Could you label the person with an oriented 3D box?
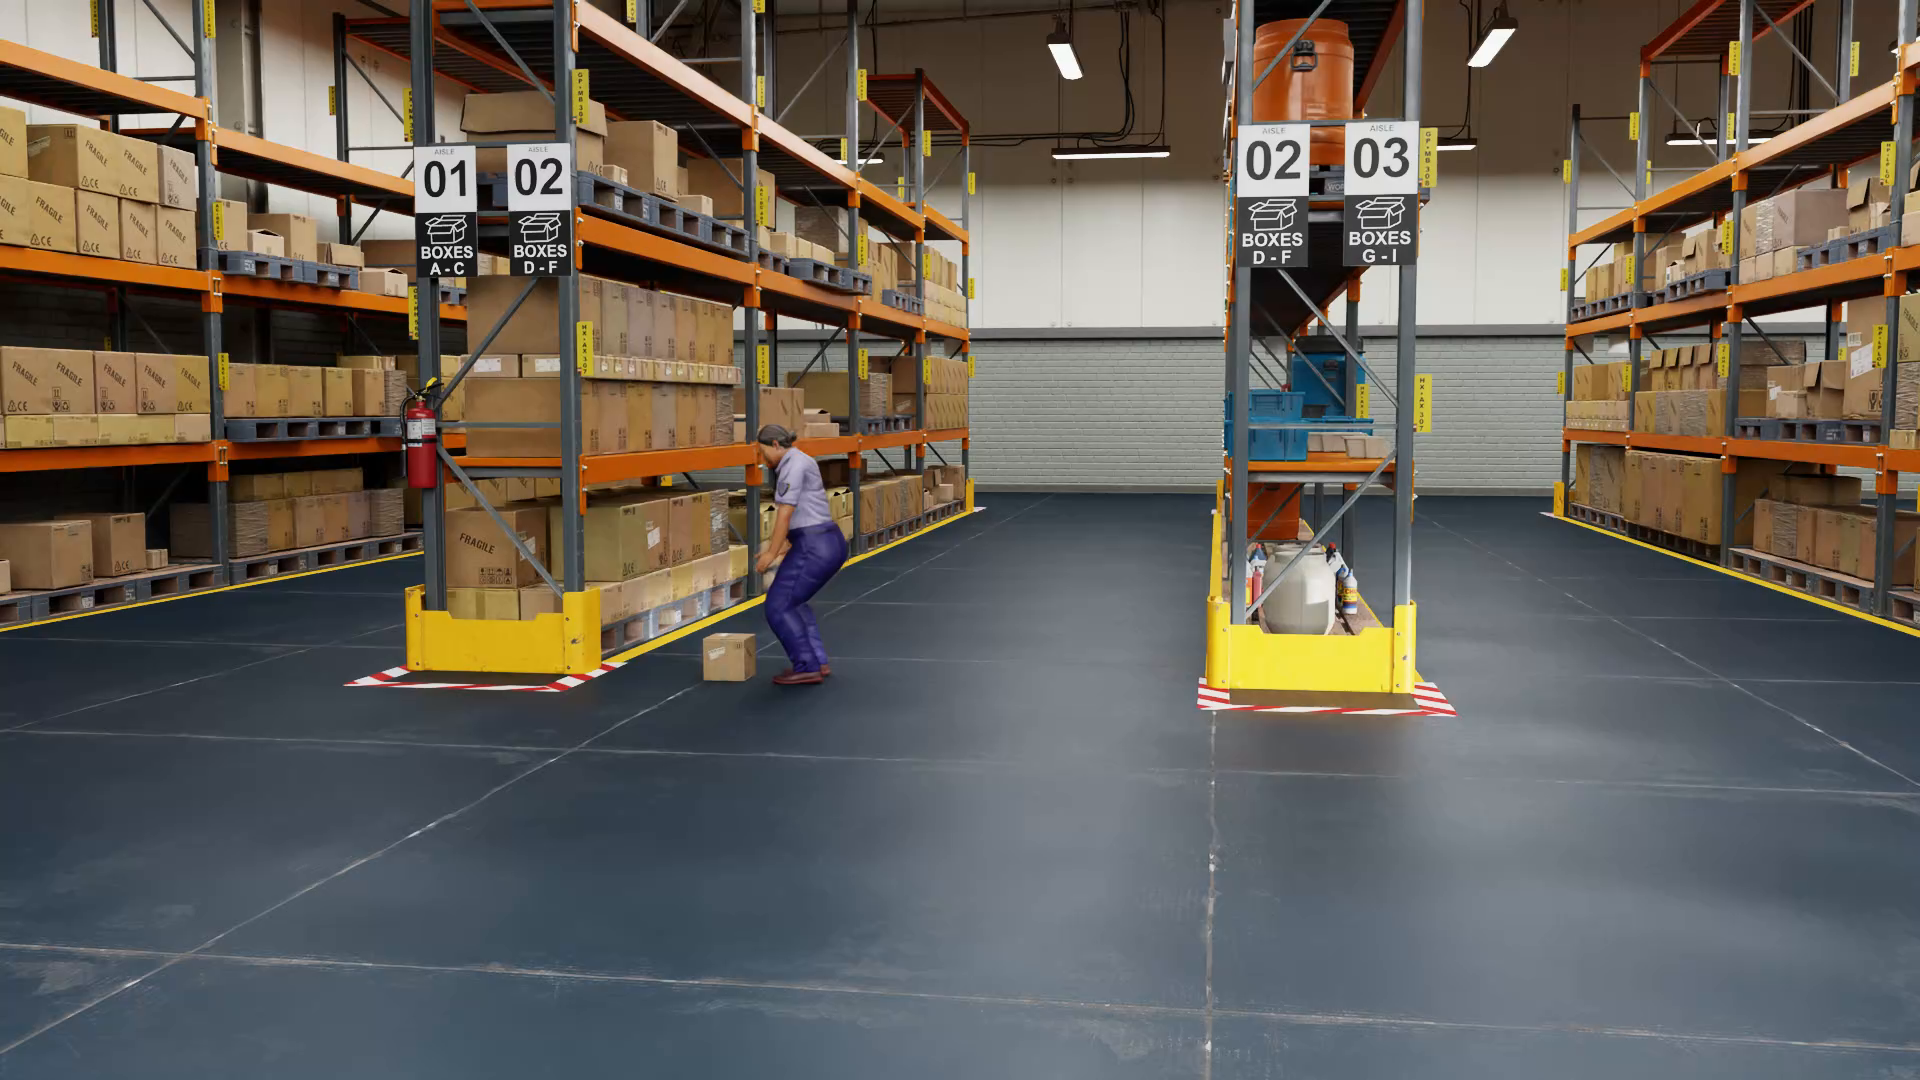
[{"bbox_3d":[-0.939,0.082,9.814,0.507,1.529,0.519,1,5,10],"label":"person"}]
